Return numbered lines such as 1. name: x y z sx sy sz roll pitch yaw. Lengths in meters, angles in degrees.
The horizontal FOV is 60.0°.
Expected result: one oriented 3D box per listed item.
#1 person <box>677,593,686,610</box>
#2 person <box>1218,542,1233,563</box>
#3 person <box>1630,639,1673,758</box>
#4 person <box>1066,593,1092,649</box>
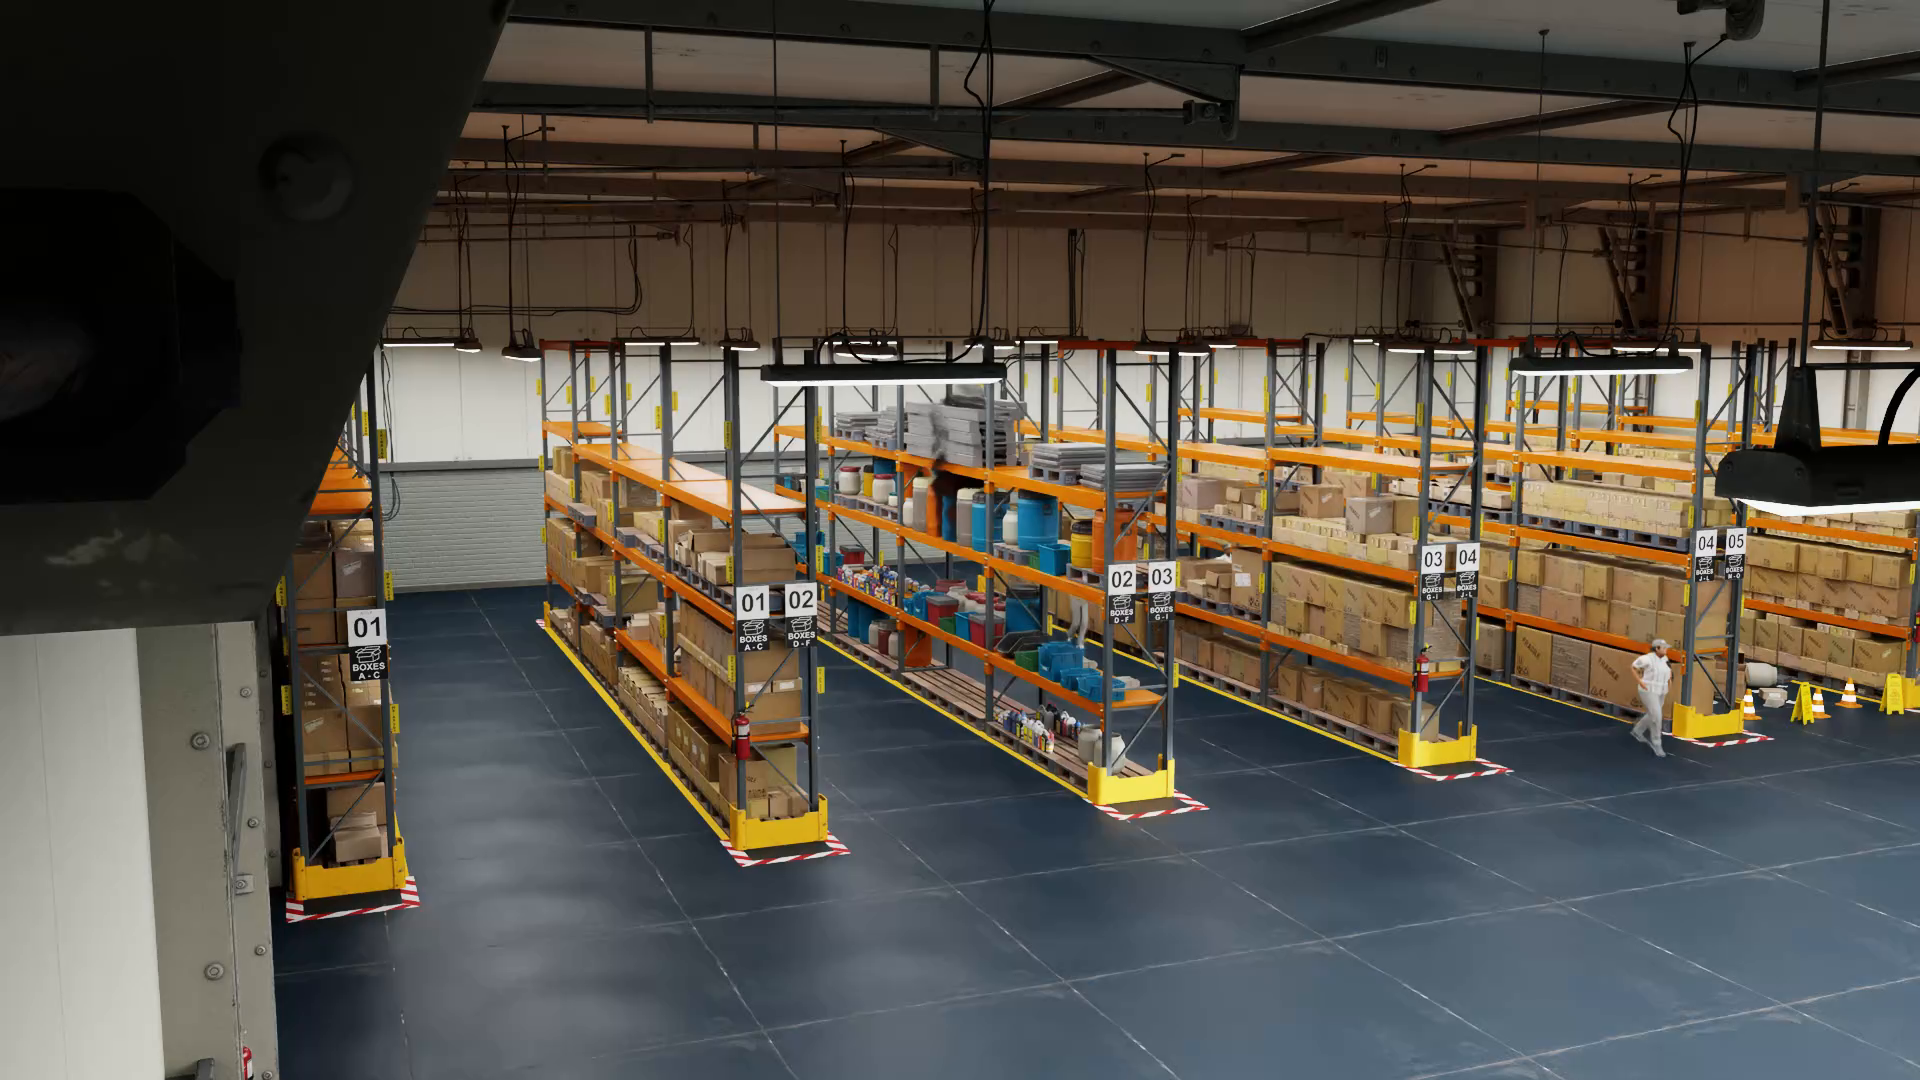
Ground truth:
1. person: -5.925 0.977 34.628 0.670 1.714 0.554 -4 8 -28
2. person: 5.774 0.865 35.831 0.593 1.654 0.672 -3 8 -23
3. person: 10.351 2.304 24.761 0.608 1.694 0.877 -4 8 -26
4. person: 2.213 1.208 31.031 0.568 1.617 0.638 -3 8 -23
